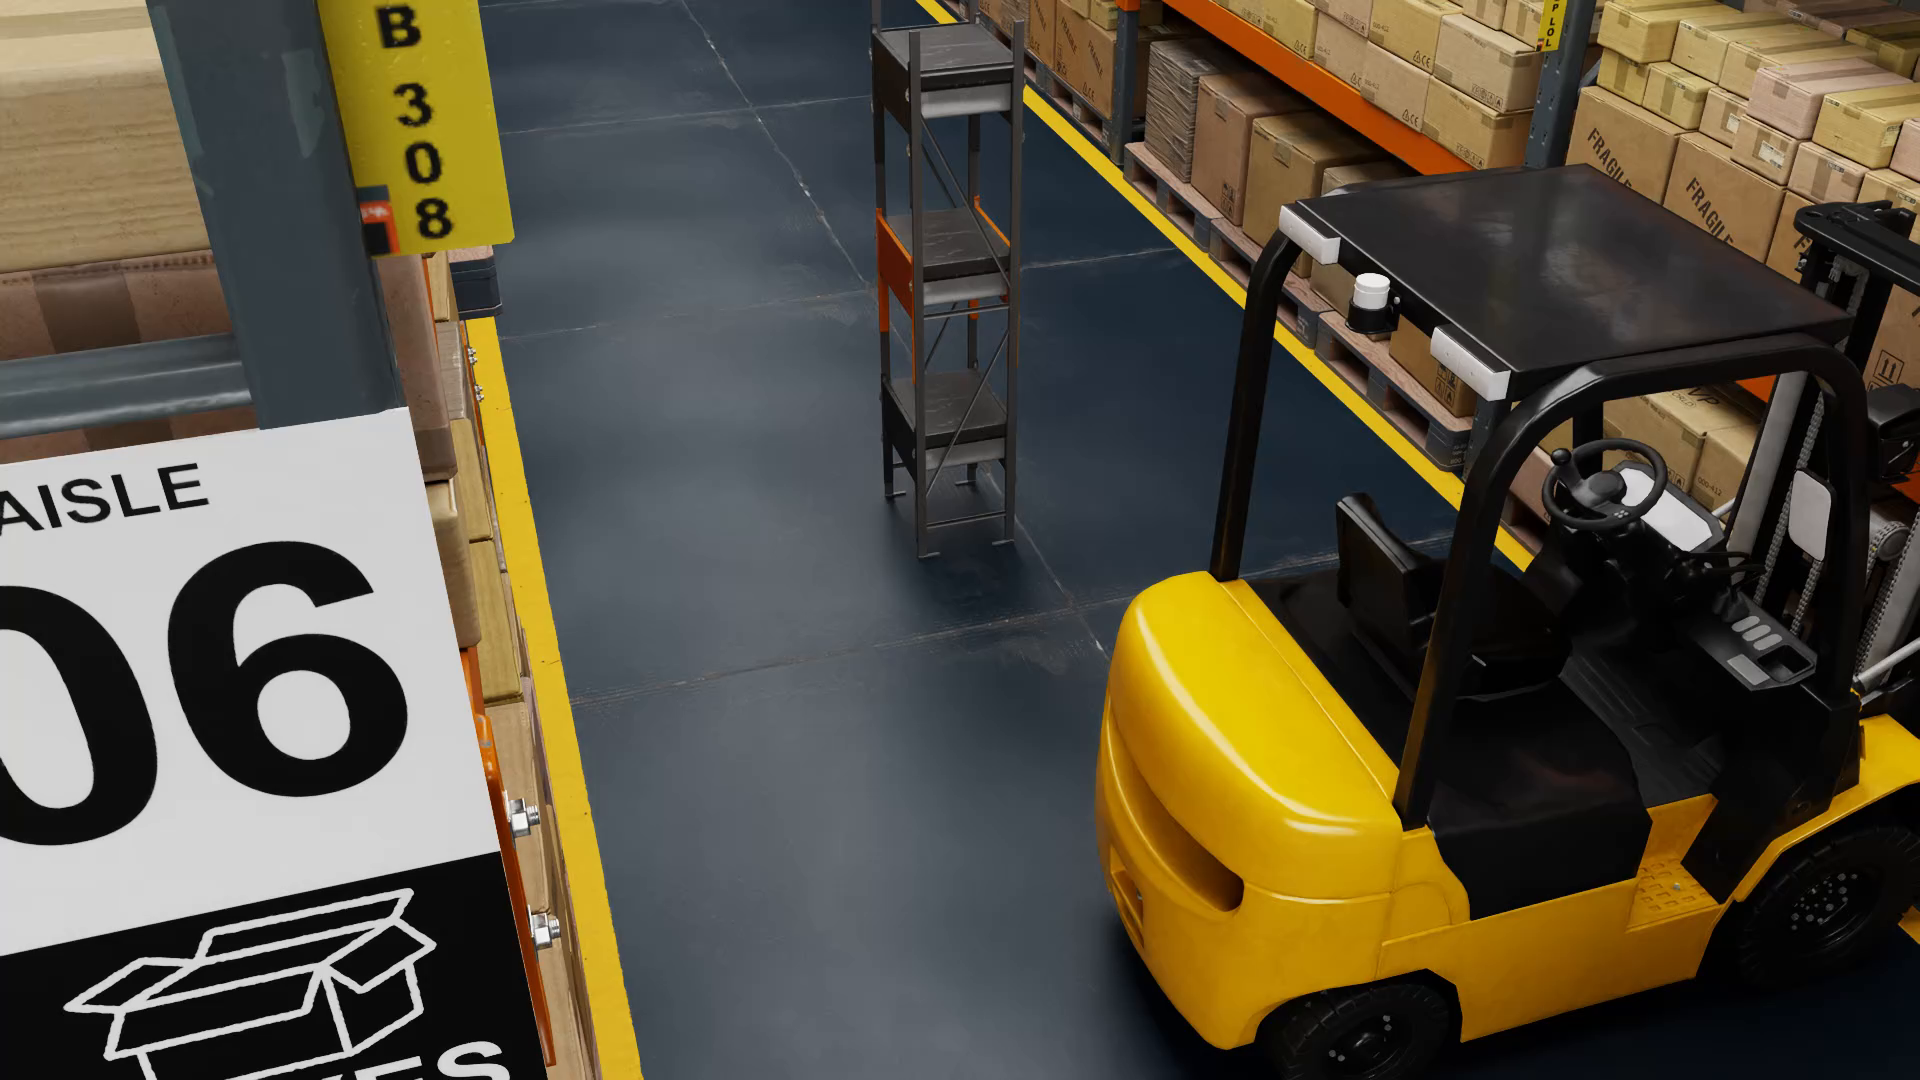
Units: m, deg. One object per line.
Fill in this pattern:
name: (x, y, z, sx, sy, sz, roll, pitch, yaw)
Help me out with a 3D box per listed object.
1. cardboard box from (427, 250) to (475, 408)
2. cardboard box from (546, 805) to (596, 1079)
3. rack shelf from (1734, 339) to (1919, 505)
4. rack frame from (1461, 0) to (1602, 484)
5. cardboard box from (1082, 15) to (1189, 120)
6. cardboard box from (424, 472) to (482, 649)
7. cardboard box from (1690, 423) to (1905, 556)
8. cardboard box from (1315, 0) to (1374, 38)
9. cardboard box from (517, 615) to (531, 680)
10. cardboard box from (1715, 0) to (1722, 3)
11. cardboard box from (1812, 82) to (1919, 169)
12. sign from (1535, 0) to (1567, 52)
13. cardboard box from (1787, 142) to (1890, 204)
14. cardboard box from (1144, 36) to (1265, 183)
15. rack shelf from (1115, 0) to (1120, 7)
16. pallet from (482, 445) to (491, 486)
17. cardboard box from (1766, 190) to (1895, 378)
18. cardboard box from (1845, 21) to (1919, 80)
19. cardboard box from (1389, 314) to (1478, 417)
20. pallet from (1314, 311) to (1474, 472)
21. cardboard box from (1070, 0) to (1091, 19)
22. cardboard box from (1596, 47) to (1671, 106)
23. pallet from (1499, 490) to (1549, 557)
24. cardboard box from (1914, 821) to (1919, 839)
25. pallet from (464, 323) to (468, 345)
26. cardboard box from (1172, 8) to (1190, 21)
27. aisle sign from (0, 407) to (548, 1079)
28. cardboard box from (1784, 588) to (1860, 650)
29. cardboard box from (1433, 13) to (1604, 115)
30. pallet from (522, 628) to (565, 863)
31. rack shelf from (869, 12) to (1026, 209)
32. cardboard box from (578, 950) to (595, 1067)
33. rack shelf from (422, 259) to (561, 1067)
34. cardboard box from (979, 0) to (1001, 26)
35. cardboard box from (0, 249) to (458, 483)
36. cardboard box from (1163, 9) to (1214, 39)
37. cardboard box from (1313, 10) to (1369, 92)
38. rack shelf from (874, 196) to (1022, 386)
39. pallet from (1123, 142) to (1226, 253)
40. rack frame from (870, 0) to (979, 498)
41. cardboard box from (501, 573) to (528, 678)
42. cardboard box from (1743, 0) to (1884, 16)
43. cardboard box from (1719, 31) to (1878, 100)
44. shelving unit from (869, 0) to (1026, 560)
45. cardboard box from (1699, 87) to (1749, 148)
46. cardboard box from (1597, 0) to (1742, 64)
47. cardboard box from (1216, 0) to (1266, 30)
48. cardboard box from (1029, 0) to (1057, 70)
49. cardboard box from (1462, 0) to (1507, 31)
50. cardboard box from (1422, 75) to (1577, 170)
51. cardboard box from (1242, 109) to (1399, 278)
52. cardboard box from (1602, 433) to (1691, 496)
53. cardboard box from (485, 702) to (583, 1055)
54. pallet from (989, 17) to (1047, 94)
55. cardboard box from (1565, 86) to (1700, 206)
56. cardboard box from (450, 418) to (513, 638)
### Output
cardboard box: (-1.547, -0.426, 4.313, 0.500, 0.500, 0.500, -9, 34, -13)
cardboard box: (-1.162, 1.018, 3.922, 0.500, 0.500, 0.500, -9, 35, -14)
rack shelf: (3.254, -0.207, 4.995, 1.077, 0.370, 4.000, -10, 35, -15)
rack frame: (2.643, -1.557, 6.386, 1.000, 3.000, 0.127, -10, 35, -15)
cardboard box: (1.090, -2.976, 10.419, 0.500, 0.500, 0.500, -9, 35, -13)
cardboard box: (-0.654, 0.004, 1.530, 0.380, 0.149, 0.250, -10, 35, -15)
cardboard box: (2.801, -0.166, 5.487, 0.500, 0.250, 0.500, -9, 34, -13)
cardboard box: (1.936, -2.456, 7.429, 0.500, 0.250, 0.500, -9, 35, -14)
cardboard box: (-1.646, 0.517, 5.361, 0.500, 0.250, 0.500, -8, 34, -13)
cardboard box: (2.741, -2.090, 6.513, 0.380, 0.149, 0.250, -11, 35, -16)
cardboard box: (2.796, -1.238, 4.954, 0.380, 0.149, 0.250, -11, 35, -15)
sign: (2.130, -1.911, 5.943, 0.100, 0.325, 0.005, -10, 35, -15)
cardboard box: (2.760, -1.110, 5.030, 0.380, 0.149, 0.250, -10, 35, -15)
cardboard box: (1.601, -2.512, 9.604, 0.875, 0.625, 0.625, -9, 34, -13)
rack shelf: (0.813, -4.407, 11.351, 1.077, 0.370, 4.000, -10, 35, -15)
pallet: (-2.321, 0.034, 6.507, 1.003, 0.211, 1.213, -10, 35, -15)
cardboard box: (2.860, -0.786, 5.128, 0.500, 0.500, 0.500, -10, 35, -15)
cardboard box: (3.159, -1.602, 5.504, 0.380, 0.149, 0.250, -10, 35, -15)
cardboard box: (2.474, -1.014, 7.337, 0.875, 0.625, 0.625, -8, 34, -13)
pallet: (2.382, -0.774, 7.730, 1.003, 0.211, 1.213, -10, 35, -15)
cardboard box: (0.919, -3.415, 10.496, 0.380, 0.149, 0.250, -12, 35, -17)
cardboard box: (2.490, -1.658, 5.859, 0.380, 0.149, 0.250, -11, 35, -15)
pallet: (2.846, 0.031, 6.512, 1.003, 0.211, 1.213, -10, 35, -15)
cardboard box: (3.133, 0.794, 4.940, 0.500, 0.250, 0.500, -10, 35, -14)
pallet: (-3.066, -1.247, 8.445, 1.003, 0.211, 1.213, -10, 35, -15)
cardboard box: (1.561, -3.387, 10.452, 0.380, 0.149, 0.250, -8, 34, -12)
aisle sign: (-0.548, 0.275, 1.255, 0.394, 0.787, 0.004, -10, 35, -15)
cardboard box: (2.948, 0.307, 5.224, 0.500, 0.250, 0.500, -10, 35, -15)
cardboard box: (2.250, -1.918, 6.615, 0.500, 0.250, 0.500, -11, 35, -16)
pallet: (-1.844, 0.789, 5.364, 1.003, 0.211, 1.213, -10, 35, -15)
rack shelf: (-0.050, -1.536, 5.924, 0.431, 0.518, 0.480, -10, 35, -15)
cardboard box: (-1.172, 1.328, 4.133, 0.500, 0.250, 0.500, -8, 34, -12)
rack shelf: (-1.472, -0.622, 2.902, 1.077, 0.370, 4.000, -10, 35, -15)
cardboard box: (0.456, -4.057, 12.056, 0.500, 0.500, 0.500, -11, 35, -16)
cardboard box: (-0.762, -0.242, 1.541, 0.500, 0.250, 0.500, -11, 35, -16)
cardboard box: (1.562, -3.058, 10.544, 0.500, 0.500, 0.500, -9, 34, -13)
cardboard box: (1.960, -2.244, 7.561, 0.500, 0.250, 0.500, -10, 35, -14)
rack shelf: (-0.050, -0.952, 6.310, 0.431, 0.518, 0.480, -10, 35, -15)
pallet: (1.637, -2.055, 9.669, 1.003, 0.211, 1.213, -10, 35, -15)
rack frame: (-0.125, -1.091, 6.497, 0.400, 2.100, 0.015, -10, 35, -15)
cardboard box: (-1.490, 0.471, 4.750, 0.500, 0.500, 0.500, -9, 35, -14)
cardboard box: (3.029, -1.877, 5.921, 0.380, 0.149, 0.250, -10, 35, -15)
cardboard box: (2.710, -1.522, 5.384, 0.380, 0.149, 0.250, -11, 35, -16)
shelving unit: (-0.050, -0.963, 6.303, 0.431, 2.100, 0.503, -10, 35, -15)
cardboard box: (2.677, -1.390, 5.454, 0.380, 0.149, 0.250, -10, 35, -15)
cardboard box: (2.458, -1.777, 5.769, 0.380, 0.149, 0.250, -9, 35, -14)
cardboard box: (1.638, -2.787, 8.382, 0.500, 0.250, 0.500, -11, 35, -16)
cardboard box: (0.785, -3.514, 11.234, 0.500, 0.500, 0.500, -9, 34, -13)
cardboard box: (2.232, -2.144, 6.595, 0.380, 0.149, 0.250, -11, 35, -15)
cardboard box: (2.241, -1.715, 6.761, 0.500, 0.250, 0.500, -9, 35, -14)
cardboard box: (2.013, -1.817, 8.552, 0.875, 0.625, 0.625, -11, 35, -17)
cardboard box: (2.653, -0.224, 6.028, 0.500, 0.250, 0.500, -10, 35, -15)
cardboard box: (-0.904, 0.647, 2.690, 0.500, 0.500, 0.500, -9, 35, -13)
pallet: (0.863, -3.532, 11.903, 1.003, 0.211, 1.213, -10, 35, -15)
cardboard box: (2.530, -1.322, 5.939, 0.500, 0.500, 0.500, -11, 35, -16)
cardboard box: (-1.223, 0.114, 3.496, 0.500, 0.500, 0.500, -11, 35, -16)
